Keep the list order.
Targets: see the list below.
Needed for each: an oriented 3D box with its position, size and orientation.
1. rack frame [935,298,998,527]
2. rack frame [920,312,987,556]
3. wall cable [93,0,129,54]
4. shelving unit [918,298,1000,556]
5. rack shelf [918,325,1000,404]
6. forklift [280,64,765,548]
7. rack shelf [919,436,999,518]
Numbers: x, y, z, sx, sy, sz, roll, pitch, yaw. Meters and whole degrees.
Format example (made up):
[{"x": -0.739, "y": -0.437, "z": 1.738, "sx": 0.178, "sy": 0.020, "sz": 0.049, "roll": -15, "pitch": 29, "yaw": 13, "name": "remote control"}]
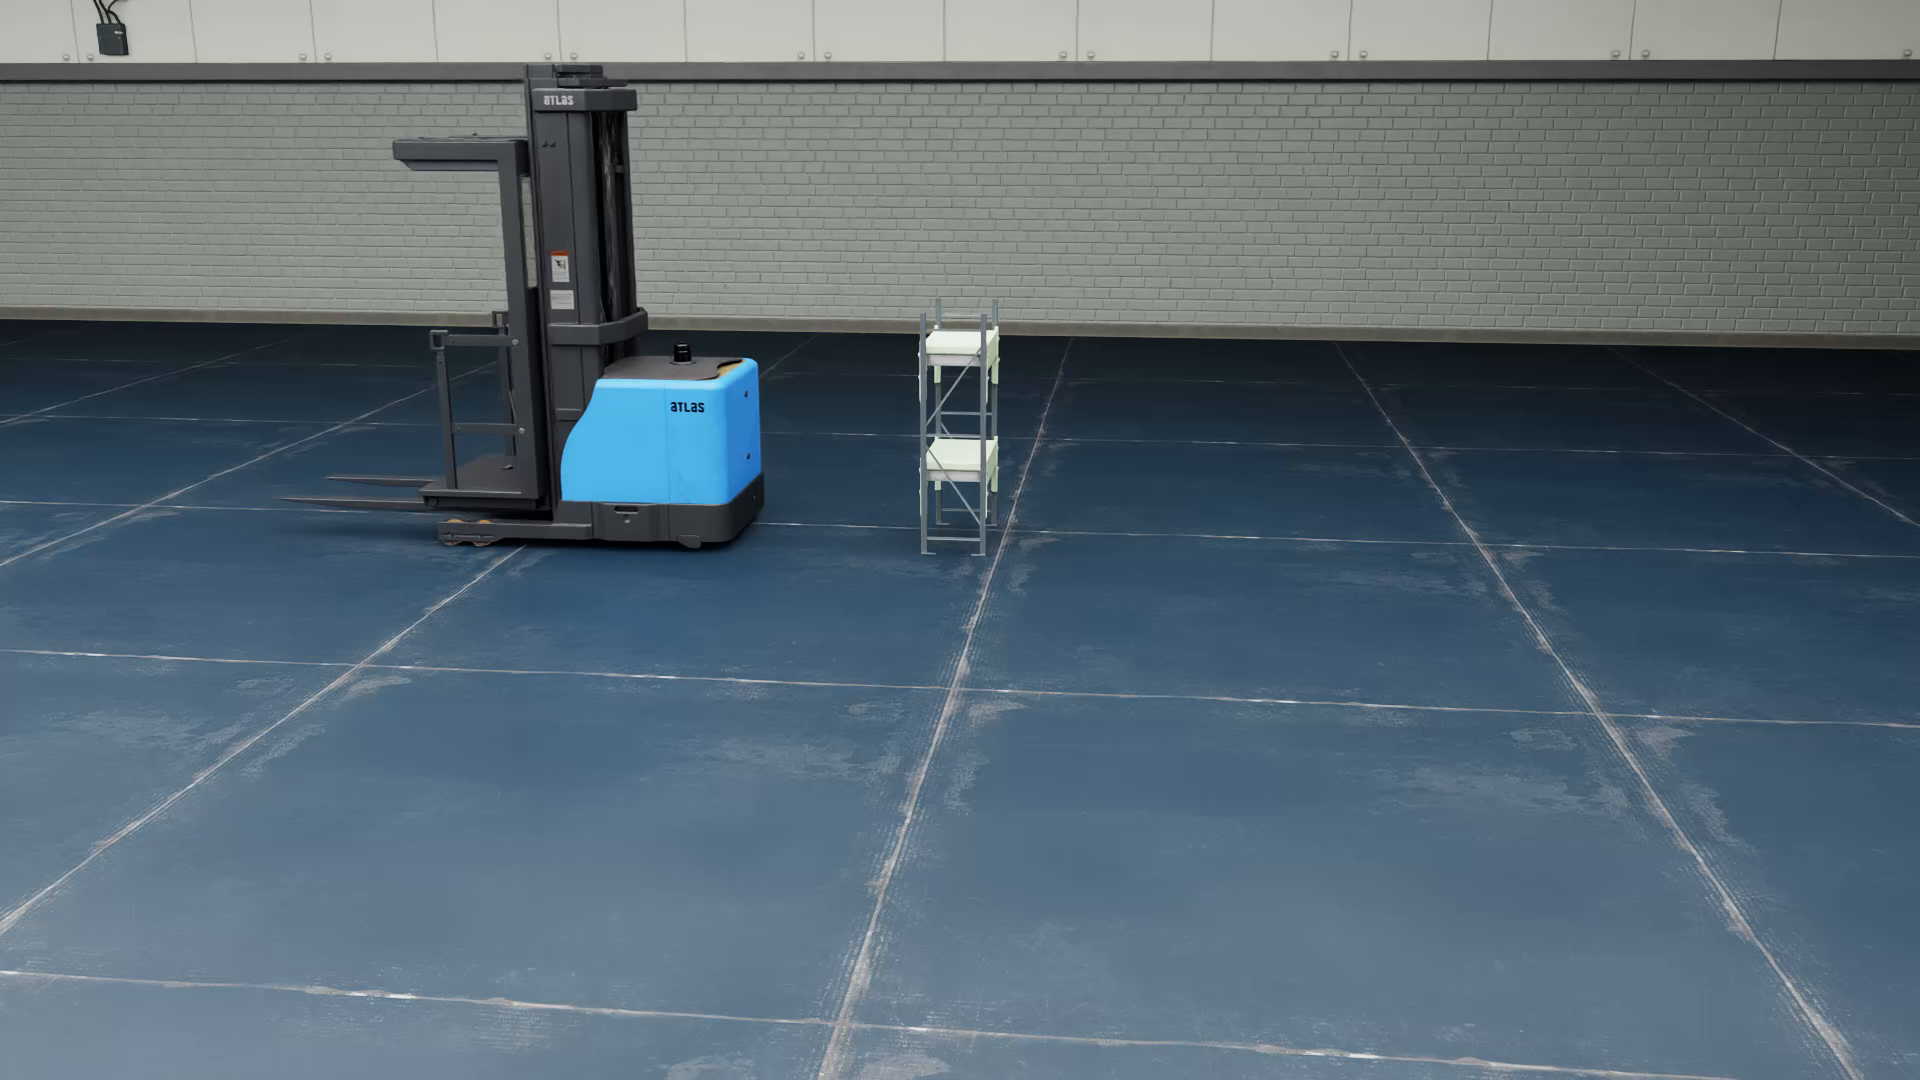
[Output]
[{"x": 0.042, "y": -0.821, "z": 10.824, "sx": 0.400, "sy": 1.500, "sz": 0.023, "roll": 2, "pitch": 15, "yaw": 6, "name": "rack frame"}, {"x": -0.041, "y": -0.631, "z": 10.122, "sx": 0.400, "sy": 1.500, "sz": 0.023, "roll": 2, "pitch": 15, "yaw": 6, "name": "rack frame"}, {"x": -9.123, "y": -8.673, "z": 18.980, "sx": 2.305, "sy": 6.003, "sz": 0.169, "roll": 2, "pitch": 15, "yaw": 6, "name": "wall cable"}, {"x": 0.001, "y": -0.726, "z": 10.473, "sx": 0.431, "sy": 1.500, "sz": 0.755, "roll": 2, "pitch": 15, "yaw": 6, "name": "shelving unit"}, {"x": 0.001, "y": -1.102, "z": 10.371, "sx": 0.431, "sy": 0.370, "sz": 0.720, "roll": 2, "pitch": 15, "yaw": 6, "name": "rack shelf"}, {"x": -2.875, "y": -1.508, "z": 10.625, "sx": 3.031, "sy": 2.935, "sz": 1.130, "roll": 2, "pitch": 15, "yaw": 6, "name": "forklift"}, {"x": 0.001, "y": -0.411, "z": 10.558, "sx": 0.431, "sy": 0.370, "sz": 0.720, "roll": 2, "pitch": 15, "yaw": 6, "name": "rack shelf"}]
